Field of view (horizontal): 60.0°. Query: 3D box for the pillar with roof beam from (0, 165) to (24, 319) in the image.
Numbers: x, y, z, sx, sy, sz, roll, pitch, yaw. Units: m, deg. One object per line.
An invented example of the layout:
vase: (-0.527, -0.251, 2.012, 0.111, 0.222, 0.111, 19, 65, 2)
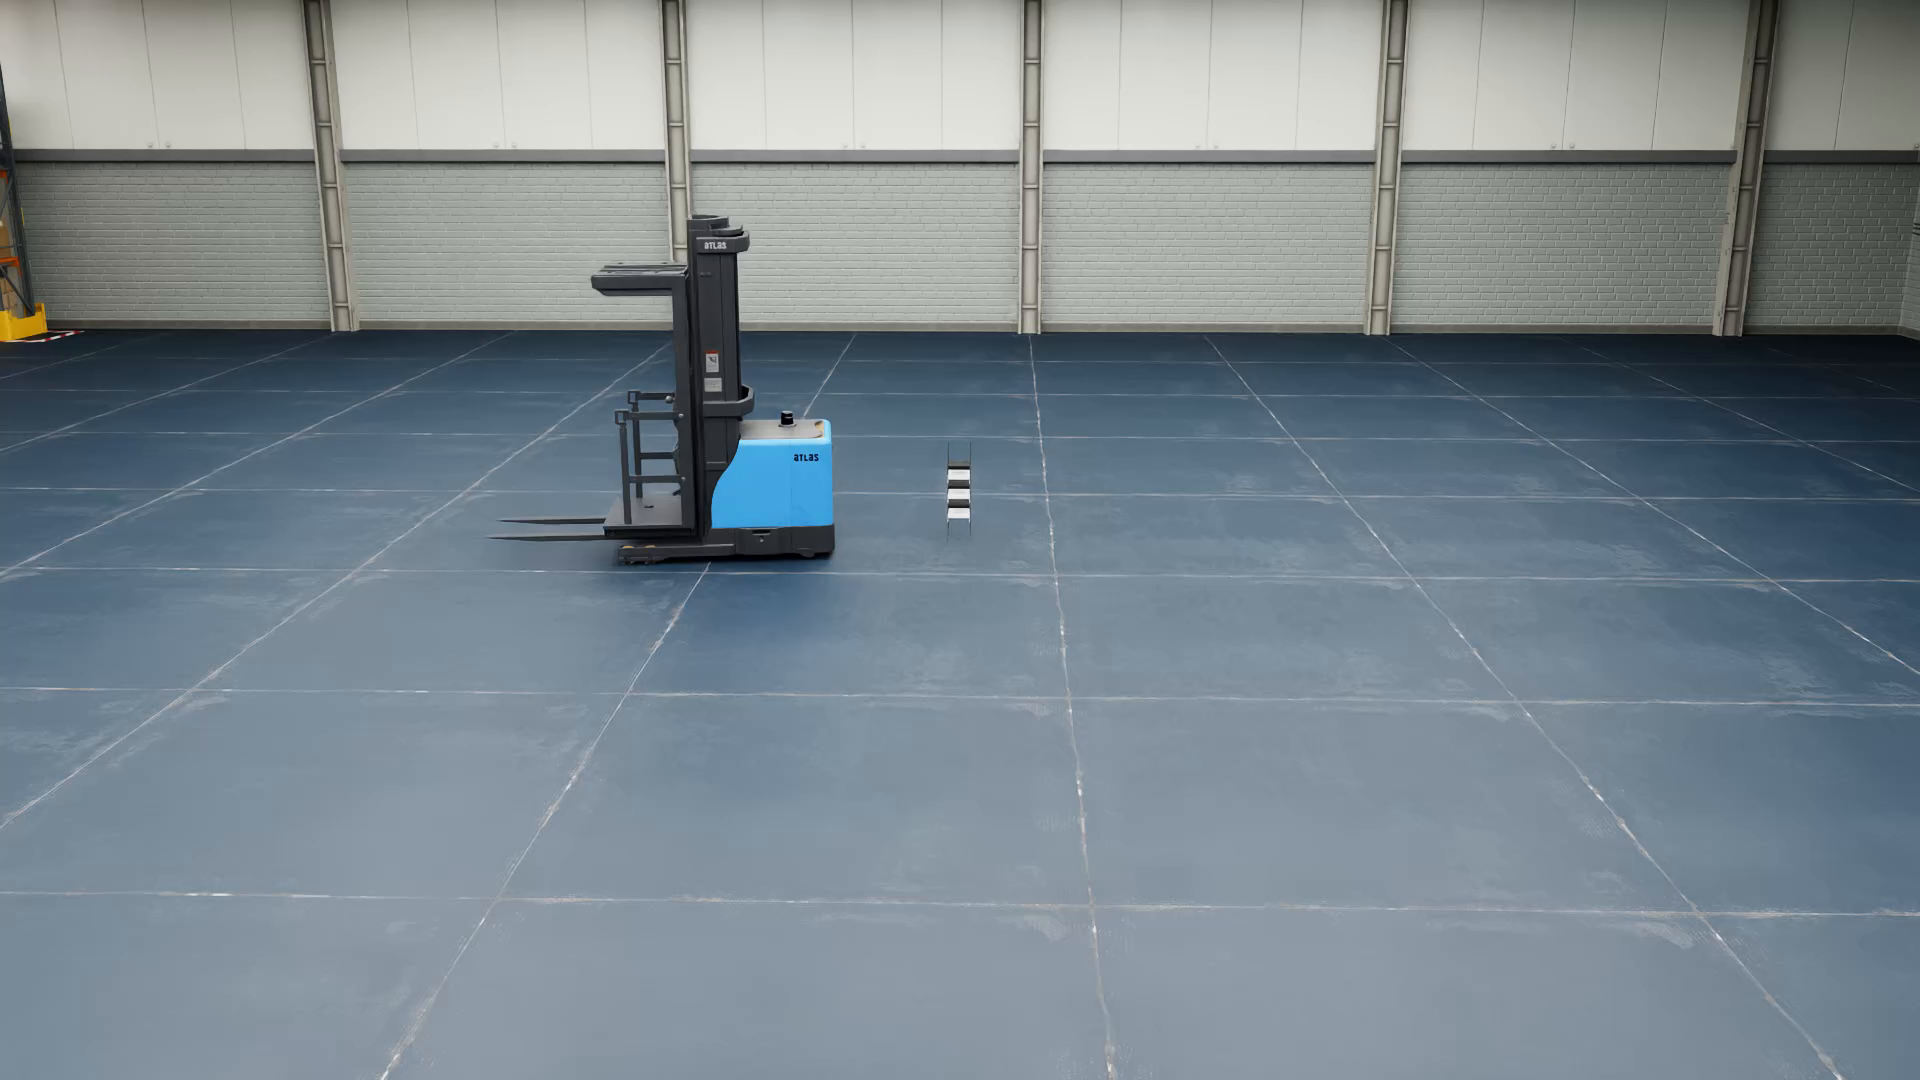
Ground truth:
pillar with roof beam: (-16.900, -6.978, 24.060, 0.400, 9.000, 9.100, 0, 15, 1)

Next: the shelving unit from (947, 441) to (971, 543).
shelving unit: (-0.008, -0.435, 15.135, 0.210, 0.900, 0.258, 0, 15, 1)

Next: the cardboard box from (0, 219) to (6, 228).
cardboard box: (-16.449, -5.371, 28.261, 0.250, 0.149, 0.380, 0, 15, 0)

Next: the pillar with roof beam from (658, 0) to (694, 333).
pillar with roof beam: (-4.904, -6.900, 23.763, 0.400, 9.000, 9.100, 0, 15, 1)

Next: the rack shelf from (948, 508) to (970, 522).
rack shelf: (-0.008, -0.229, 15.190, 0.200, 0.077, 0.258, 0, 15, 1)

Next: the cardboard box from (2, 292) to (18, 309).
cardboard box: (-16.582, -4.112, 28.544, 0.500, 0.250, 0.500, 1, 15, 2)

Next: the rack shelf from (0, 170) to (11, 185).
rack shelf: (-18.116, -6.057, 27.856, 4.000, 0.370, 1.077, 0, 15, 1)

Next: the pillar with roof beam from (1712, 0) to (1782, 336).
pillar with roof beam: (13.090, -6.783, 23.319, 0.400, 9.000, 9.100, 0, 15, 1)

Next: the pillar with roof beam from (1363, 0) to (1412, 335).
pillar with roof beam: (7.092, -6.822, 23.467, 0.400, 9.000, 9.100, 0, 15, 1)

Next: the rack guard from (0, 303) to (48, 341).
rack guard: (-16.093, -3.732, 28.416, 0.348, 0.500, 1.175, 0, 15, 1)

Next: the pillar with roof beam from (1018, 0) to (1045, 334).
pillar with roof beam: (1.094, -6.861, 23.615, 0.400, 9.000, 9.100, 0, 15, 1)

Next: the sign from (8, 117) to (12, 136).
sign: (-16.097, -6.994, 28.130, 0.005, 0.325, 0.100, 0, 15, 1)

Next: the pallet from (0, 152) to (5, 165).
pallet: (-16.823, -6.360, 27.769, 1.213, 0.211, 1.003, 0, 15, 1)

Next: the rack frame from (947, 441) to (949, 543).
rack frame: (-0.110, -0.436, 15.138, 0.006, 0.900, 0.240, 0, 15, 1)

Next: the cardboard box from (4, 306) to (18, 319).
cardboard box: (-16.603, -3.868, 28.596, 0.500, 0.250, 0.500, 0, 15, 2)

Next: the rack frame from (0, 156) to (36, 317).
rack frame: (-16.117, -4.941, 28.098, 0.127, 3.000, 1.000, 0, 15, 1)

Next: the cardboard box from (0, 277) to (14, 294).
cardboard box: (-16.593, -4.349, 28.462, 0.500, 0.250, 0.500, 0, 15, 1)

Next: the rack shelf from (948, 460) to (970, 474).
rack shelf: (-0.008, -0.664, 15.075, 0.200, 0.077, 0.258, 0, 15, 1)

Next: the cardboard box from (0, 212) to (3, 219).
cardboard box: (-16.447, -5.503, 28.179, 0.250, 0.149, 0.380, 0, 15, 0)

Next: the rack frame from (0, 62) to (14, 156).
rack frame: (-16.117, -7.842, 27.333, 0.127, 3.000, 1.000, 0, 15, 1)

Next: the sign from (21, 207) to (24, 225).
sign: (-16.097, -5.539, 28.514, 0.005, 0.325, 0.100, 0, 15, 1)

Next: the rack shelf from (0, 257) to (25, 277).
rack shelf: (-18.116, -4.606, 28.239, 4.000, 0.370, 1.077, 0, 15, 1)

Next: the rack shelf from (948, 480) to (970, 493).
rack shelf: (-0.008, -0.490, 15.121, 0.200, 0.077, 0.258, 0, 15, 1)

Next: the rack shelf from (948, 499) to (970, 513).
rack shelf: (-0.008, -0.316, 15.167, 0.200, 0.077, 0.258, 0, 15, 1)

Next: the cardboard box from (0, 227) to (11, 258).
cardboard box: (-16.605, -5.063, 28.366, 0.500, 0.500, 0.500, 1, 15, 3)

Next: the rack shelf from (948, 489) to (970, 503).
rack shelf: (-0.008, -0.403, 15.144, 0.200, 0.077, 0.258, 0, 15, 1)

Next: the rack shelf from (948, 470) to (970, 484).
rack shelf: (-0.008, -0.577, 15.098, 0.200, 0.077, 0.258, 0, 15, 1)

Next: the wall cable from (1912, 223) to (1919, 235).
wall cable: (16.111, -6.023, 26.525, 0.112, 2.526, 3.097, 0, 15, 1)

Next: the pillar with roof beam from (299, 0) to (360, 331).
pillar with roof beam: (-10.902, -6.939, 23.912, 0.400, 9.000, 9.100, 0, 15, 1)

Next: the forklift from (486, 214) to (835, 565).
forklift: (-2.648, -1.342, 14.591, 3.031, 2.935, 1.130, -1, 15, -5)
